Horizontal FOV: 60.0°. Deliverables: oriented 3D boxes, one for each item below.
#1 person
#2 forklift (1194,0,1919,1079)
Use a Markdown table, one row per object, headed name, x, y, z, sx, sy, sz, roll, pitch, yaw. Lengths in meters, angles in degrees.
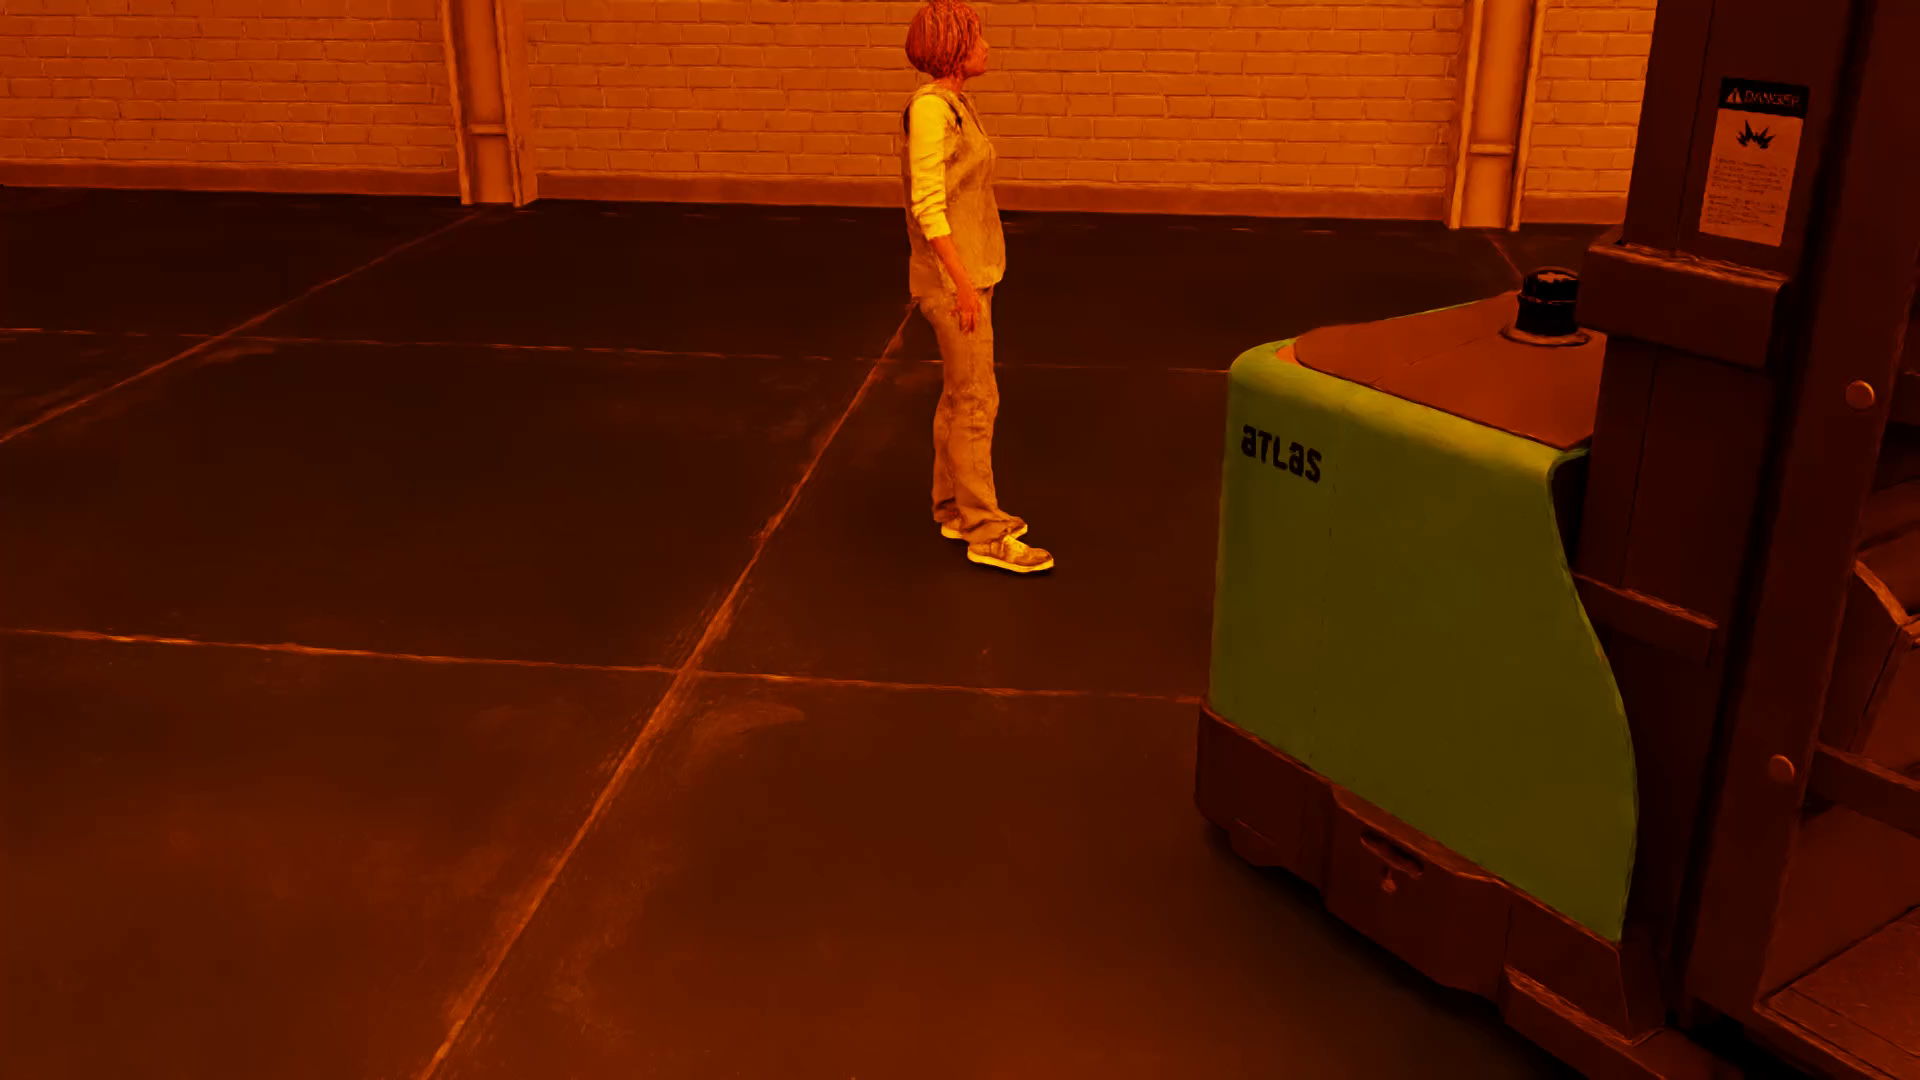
| name | x | y | z | sx | sy | sz | roll | pitch | yaw |
| --- | --- | --- | --- | --- | --- | --- | --- | --- | --- |
| person | 0.072 | -0.739 | 4.855 | 0.474 | 1.597 | 0.521 | 3 | 22 | 7 |
| forklift | 1.744 | -0.379 | 2.195 | 1.130 | 2.935 | 3.031 | -14 | 26 | -31 |
